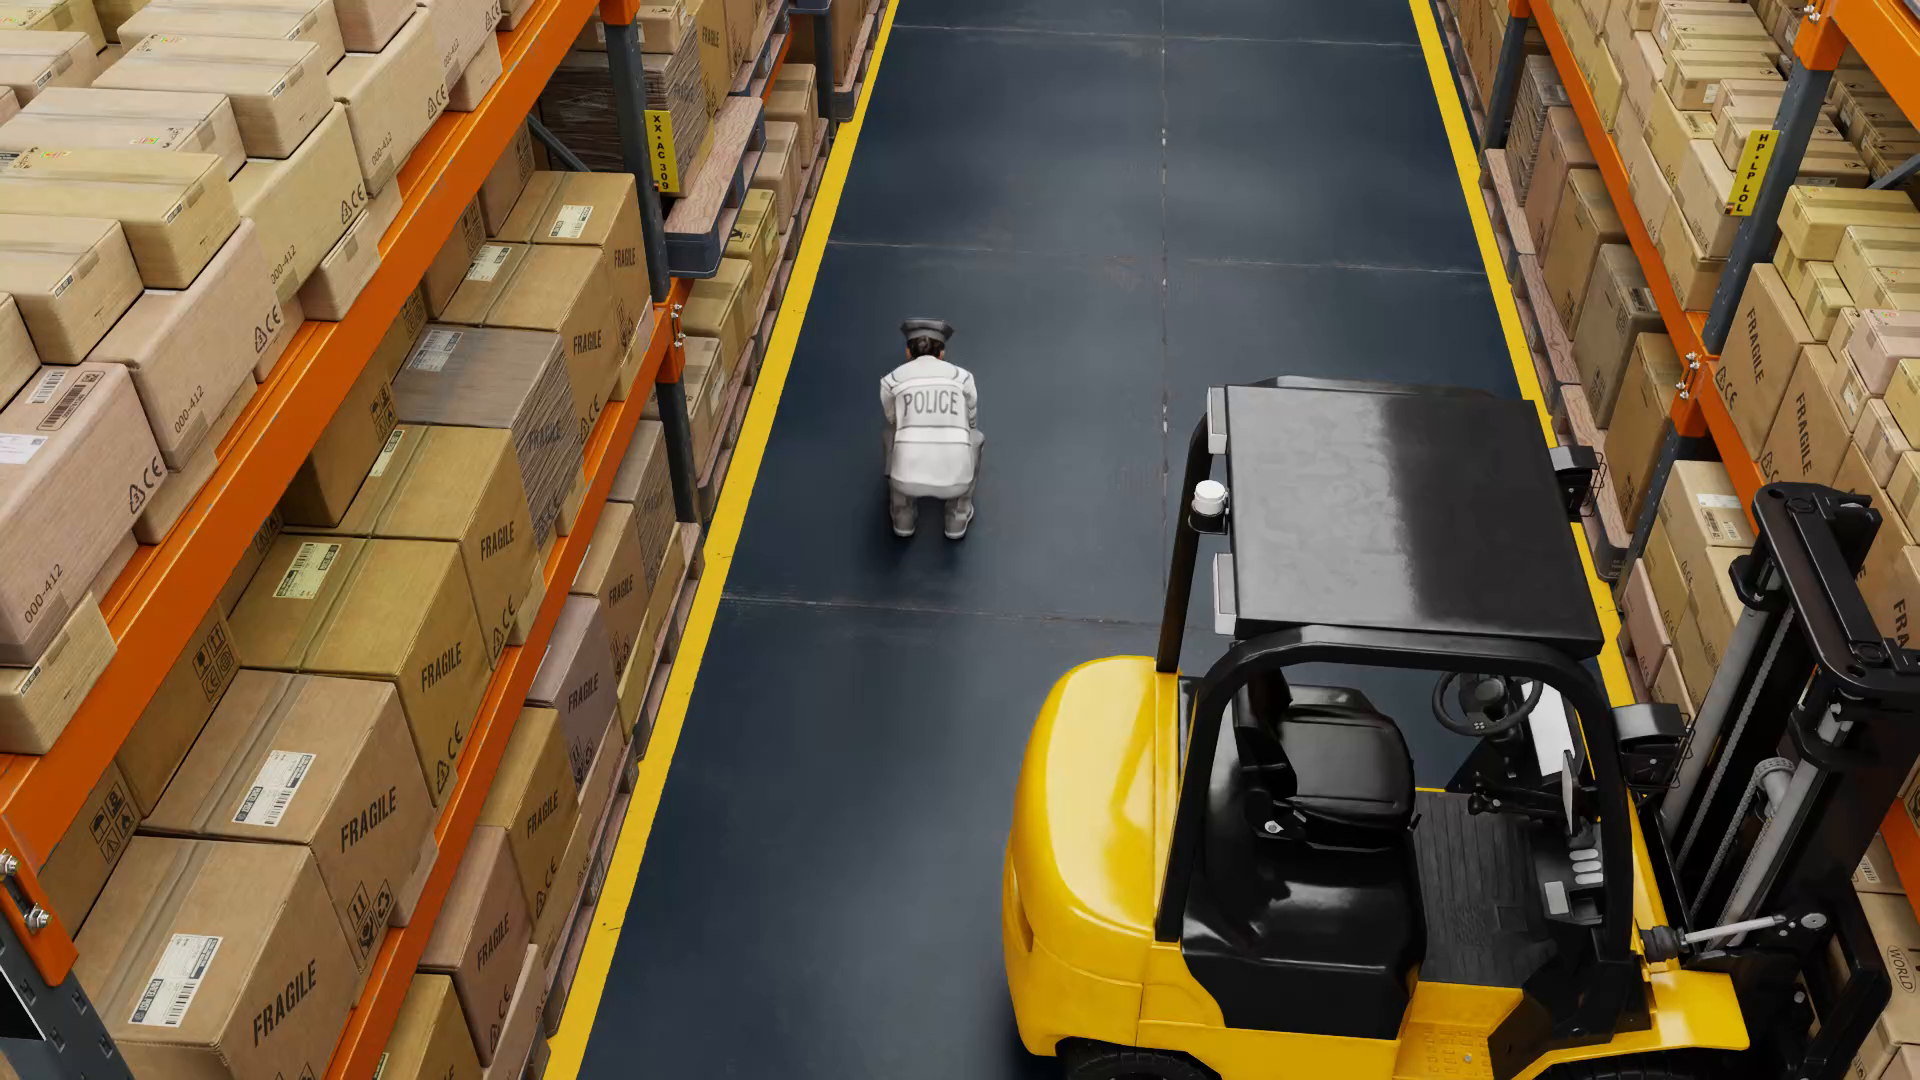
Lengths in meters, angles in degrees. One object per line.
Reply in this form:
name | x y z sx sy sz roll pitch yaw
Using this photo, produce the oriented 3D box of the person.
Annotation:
person | -0.126 -0.471 7.448 0.475 0.843 0.884 3 40 3
